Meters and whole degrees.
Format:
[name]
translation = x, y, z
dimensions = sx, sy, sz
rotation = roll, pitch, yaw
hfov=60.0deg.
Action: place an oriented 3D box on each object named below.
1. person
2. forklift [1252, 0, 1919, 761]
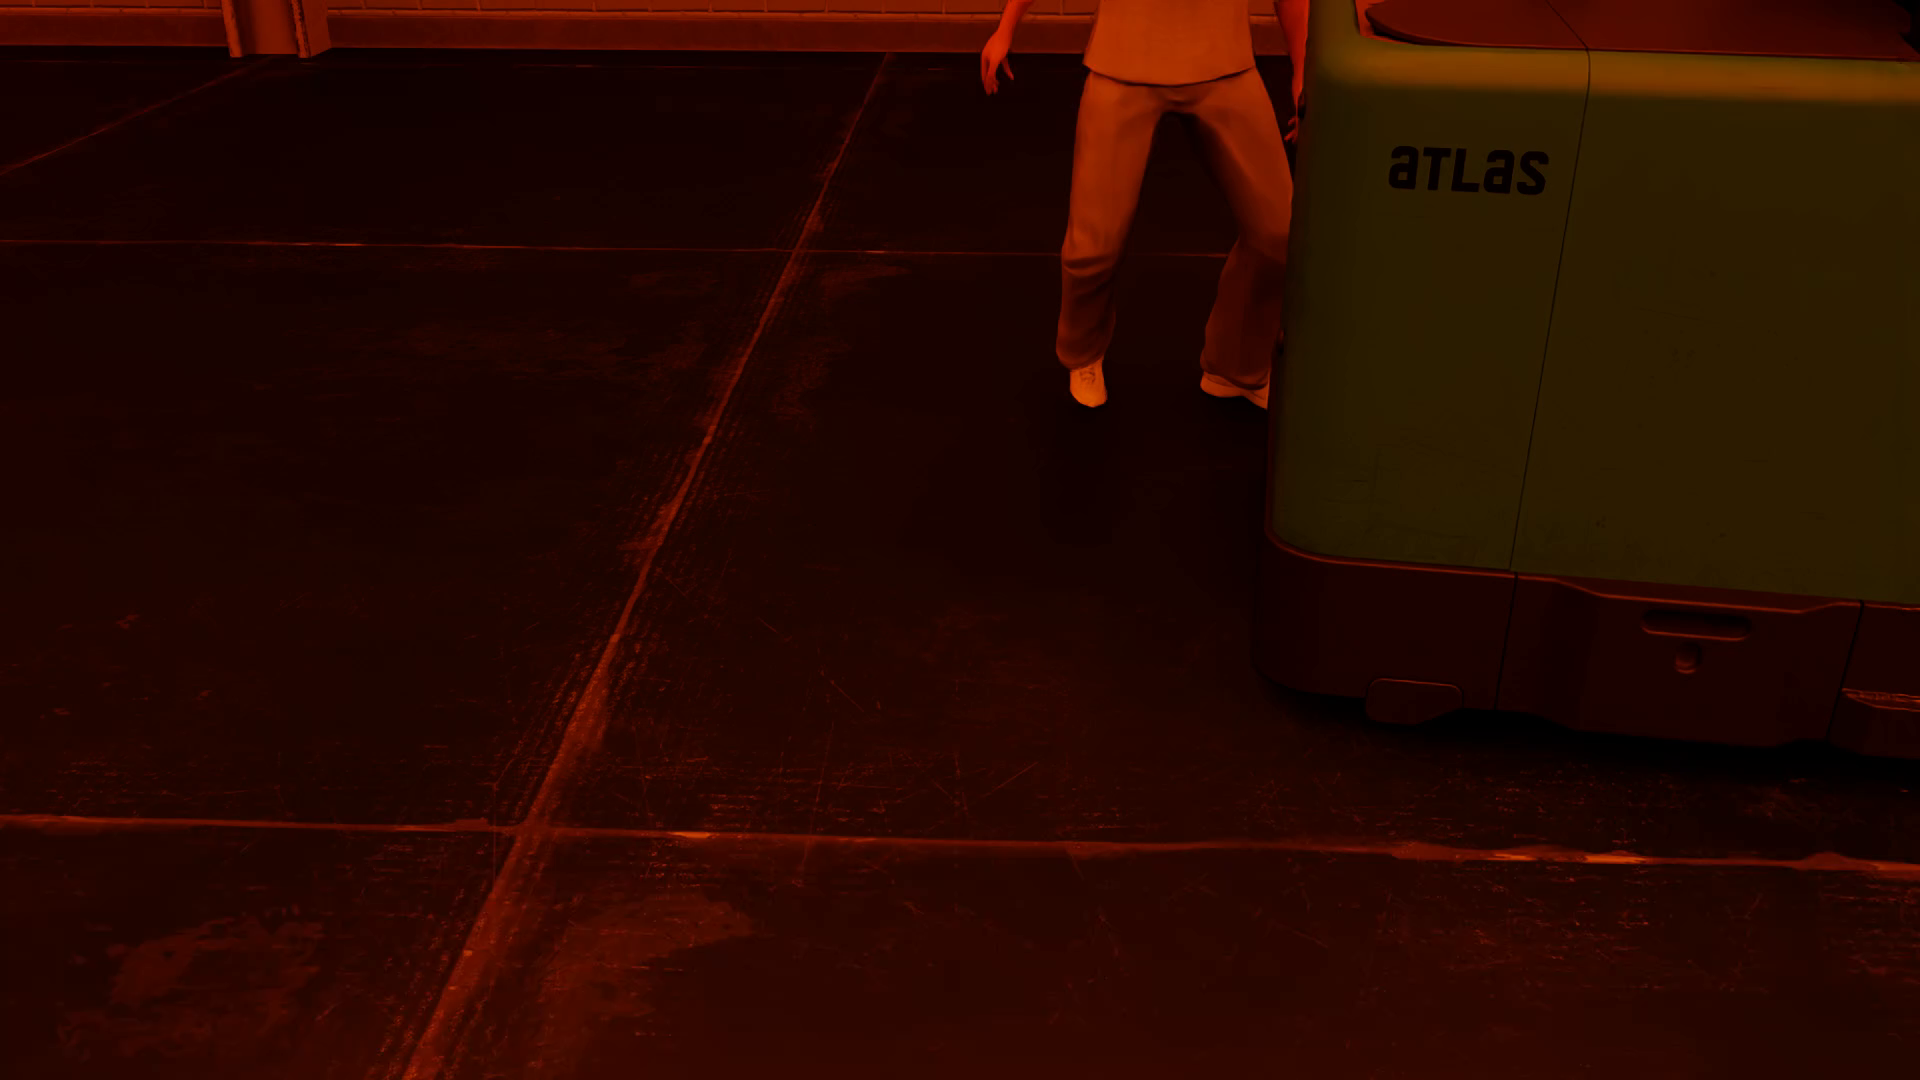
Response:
[person]
translation = 0.448, -1.038, 3.685
dimensions = 0.802, 1.614, 0.489
rotation = 0, 26, 1
[forklift]
translation = 2.055, -1.116, 2.282
dimensions = 3.031, 2.935, 1.130
rotation = 5, 27, 9
